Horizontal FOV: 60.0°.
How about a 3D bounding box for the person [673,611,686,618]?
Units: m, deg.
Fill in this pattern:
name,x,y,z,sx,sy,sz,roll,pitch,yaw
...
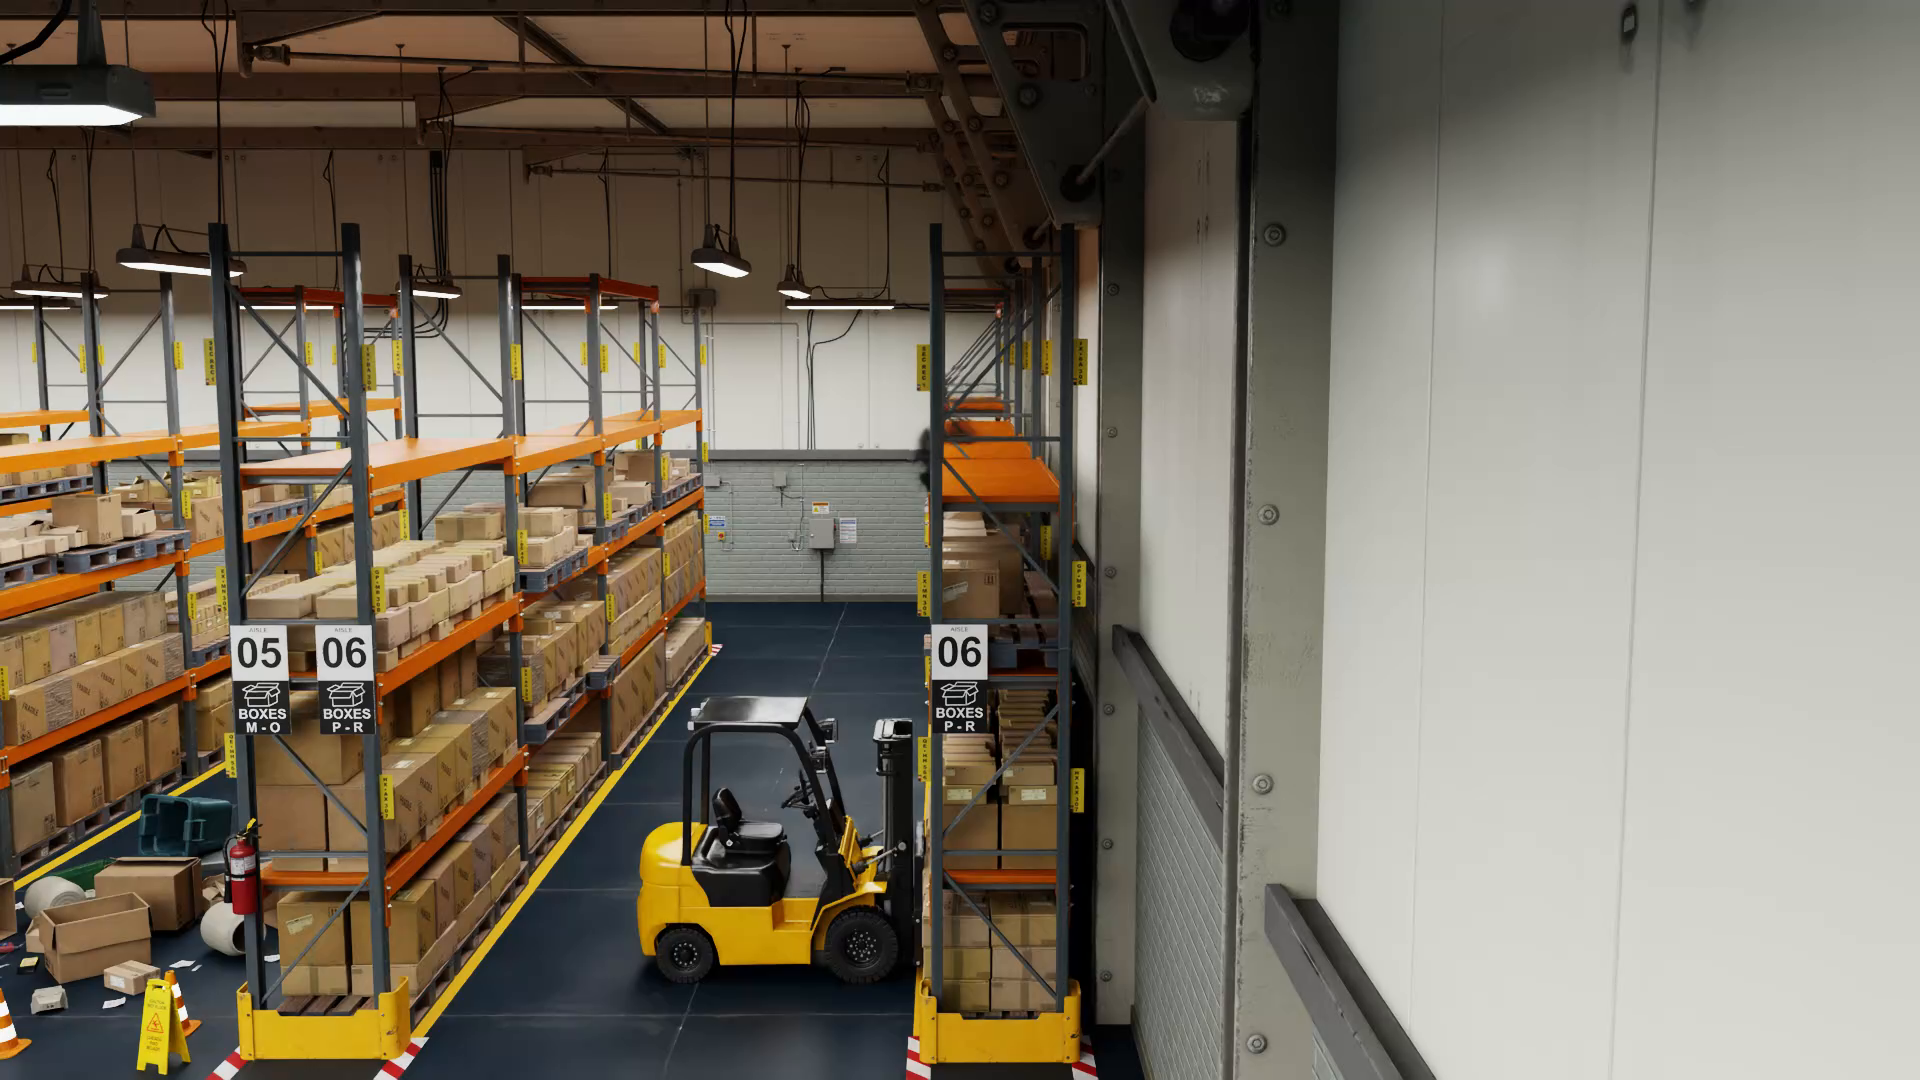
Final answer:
name,x,y,z,sx,sy,sz,roll,pitch,yaw
person,-5.071,0.884,29.269,0.637,1.743,0.693,2,7,18
